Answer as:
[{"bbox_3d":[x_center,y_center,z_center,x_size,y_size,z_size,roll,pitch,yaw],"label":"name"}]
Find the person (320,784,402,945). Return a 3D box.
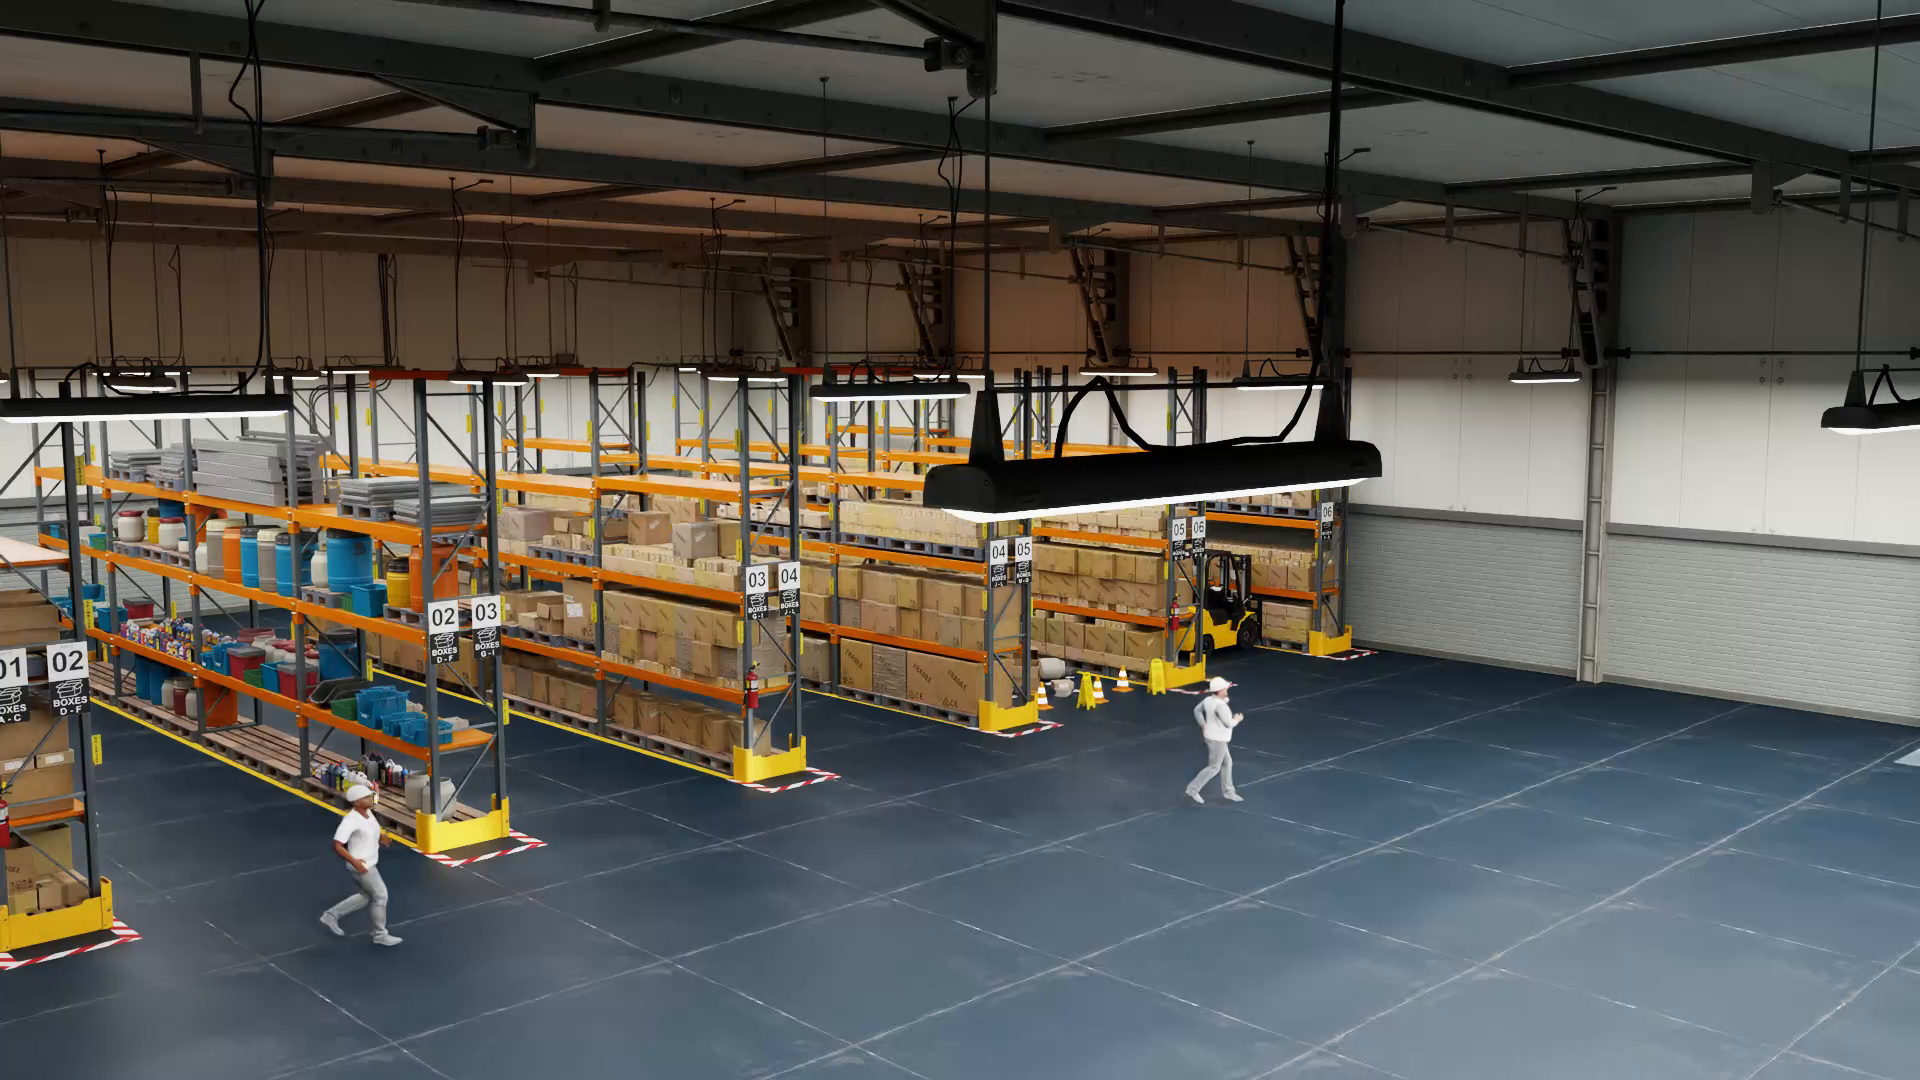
[{"bbox_3d":[-6.411,3.468,17.753,0.829,1.764,0.690,-1,7,-10],"label":"person"}]

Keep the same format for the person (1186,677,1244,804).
[{"bbox_3d":[3.576,2.810,23.240,0.893,1.800,0.674,-1,7,-10],"label":"person"}]

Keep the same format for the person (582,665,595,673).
[{"bbox_3d":[-7.040,1.908,31.866,0.605,1.680,0.560,6,9,41],"label":"person"}]
